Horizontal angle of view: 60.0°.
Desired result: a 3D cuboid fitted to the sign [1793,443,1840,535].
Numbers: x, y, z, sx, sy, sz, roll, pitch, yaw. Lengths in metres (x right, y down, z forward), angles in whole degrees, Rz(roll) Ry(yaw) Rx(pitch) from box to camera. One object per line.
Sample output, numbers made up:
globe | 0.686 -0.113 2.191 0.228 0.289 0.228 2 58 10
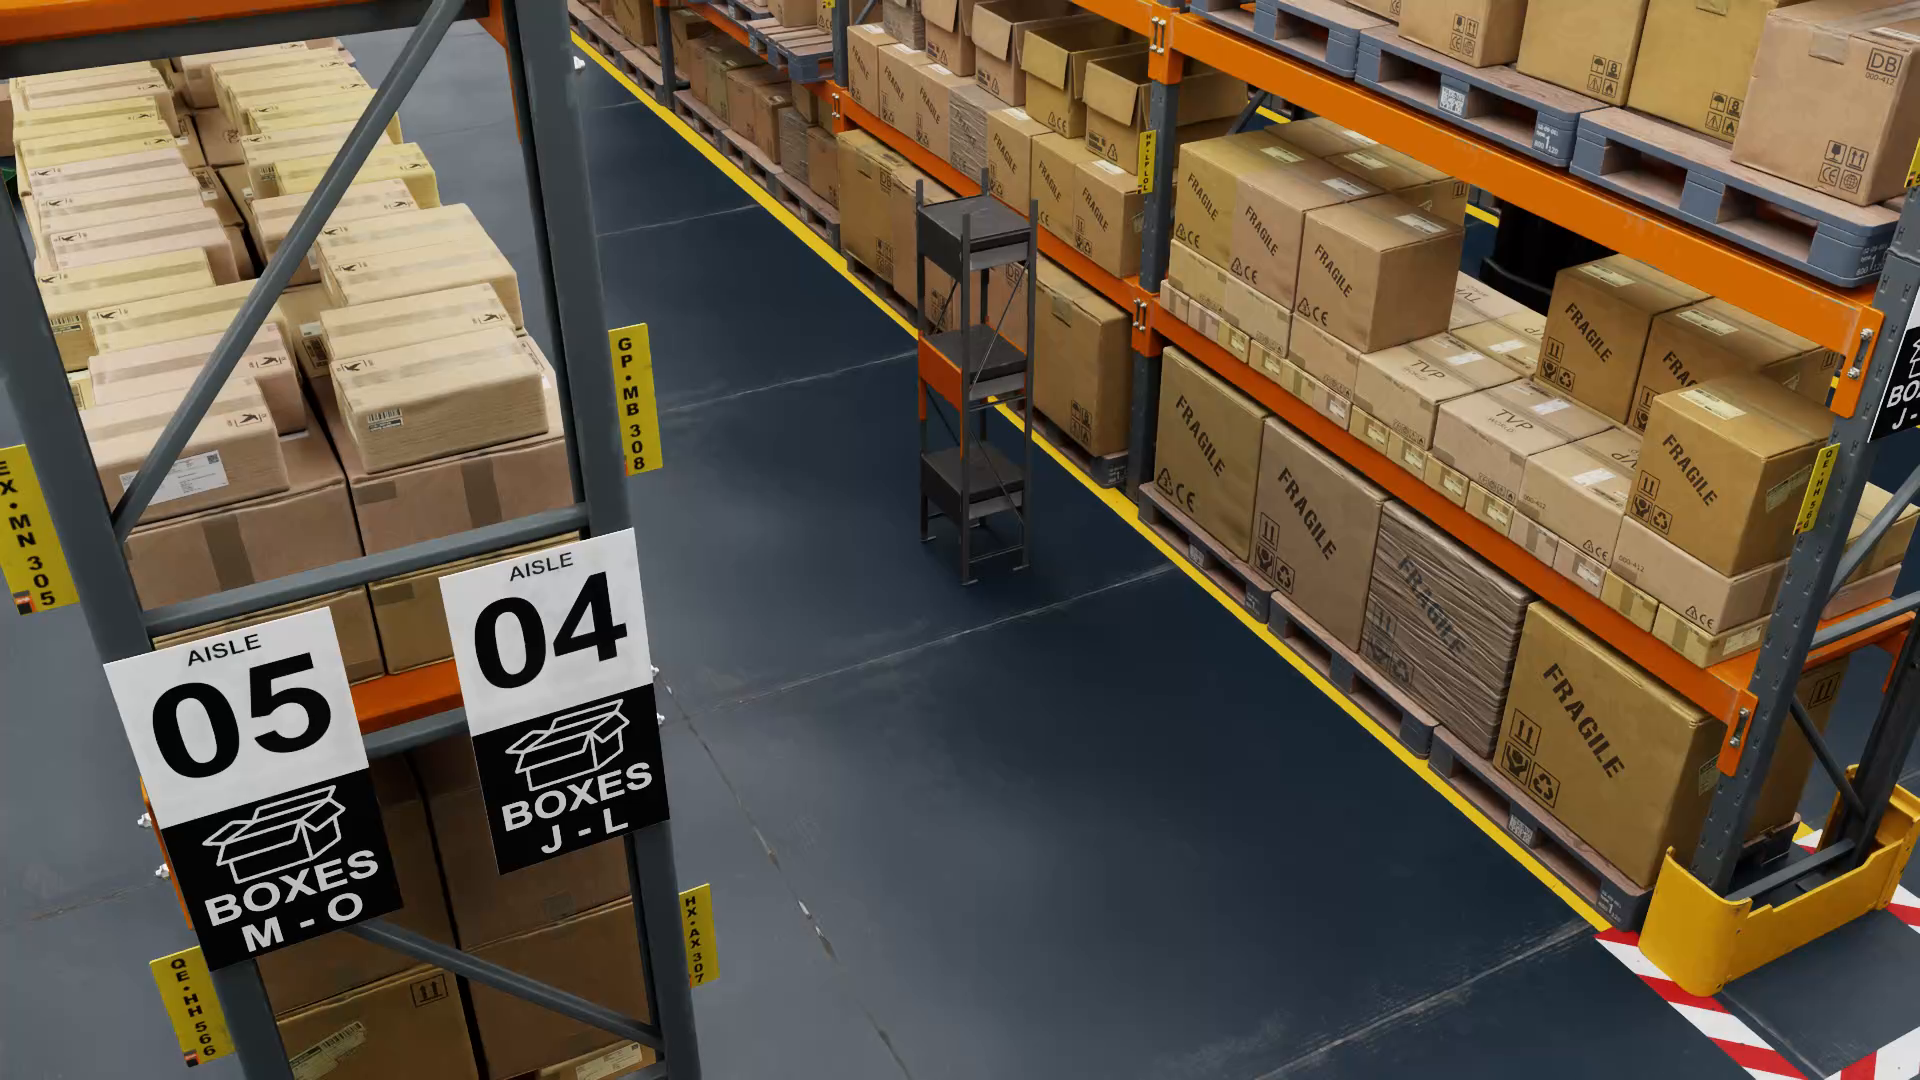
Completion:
sign | 2.810 -0.165 5.452 0.100 0.325 0.005 -16 36 -23

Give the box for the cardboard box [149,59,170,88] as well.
cardboard box | -2.817 -1.552 5.436 0.380 0.149 0.250 -16 36 -24

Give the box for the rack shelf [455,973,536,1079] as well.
rack shelf | -2.071 0.840 5.843 1.077 0.370 4.000 -16 36 -23

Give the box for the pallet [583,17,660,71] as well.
pallet | -3.216 -5.155 17.119 1.003 0.211 1.213 -16 36 -23

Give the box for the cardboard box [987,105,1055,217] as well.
cardboard box | 0.498 -2.298 9.983 0.500 0.500 0.500 -16 36 -24

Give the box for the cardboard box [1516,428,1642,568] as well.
cardboard box | 2.600 -0.176 6.626 0.500 0.250 0.500 -17 36 -24

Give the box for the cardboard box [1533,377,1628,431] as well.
cardboard box | 2.832 -0.554 7.215 0.500 0.250 0.500 -17 36 -25

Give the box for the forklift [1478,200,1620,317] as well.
forklift | 3.711 -1.628 9.093 3.031 2.935 1.130 -21 38 -30

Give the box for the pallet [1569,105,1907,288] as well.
pallet | 2.941 -1.284 5.795 1.003 0.211 1.213 -16 36 -23

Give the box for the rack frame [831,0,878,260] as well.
rack frame | -0.433 -3.525 11.990 1.000 3.000 0.127 -16 36 -23

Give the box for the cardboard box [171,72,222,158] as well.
cardboard box | -2.331 -1.420 5.599 0.500 0.250 0.500 -17 37 -25

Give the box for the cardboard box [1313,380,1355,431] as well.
cardboard box | 1.880 -0.667 7.762 0.380 0.149 0.250 -15 36 -23

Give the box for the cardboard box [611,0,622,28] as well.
cardboard box | -3.303 -5.585 17.133 0.500 0.500 0.500 -13 35 -19

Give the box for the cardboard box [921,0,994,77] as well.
cardboard box | 0.195 -3.325 10.655 0.797 0.503 0.637 -15 36 -22

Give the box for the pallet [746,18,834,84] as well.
pallet | -0.860 -3.758 12.531 1.213 0.211 1.003 -16 36 -23

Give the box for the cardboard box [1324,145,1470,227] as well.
cardboard box | 2.112 -1.602 8.156 0.500 0.500 0.500 -15 36 -23

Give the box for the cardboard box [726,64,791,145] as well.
cardboard box | -1.564 -3.769 14.281 0.700 0.500 0.500 -19 37 -27

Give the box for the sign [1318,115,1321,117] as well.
sign | 1.922 -2.154 8.975 0.100 0.325 0.005 -16 36 -23

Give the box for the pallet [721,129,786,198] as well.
pallet | -1.361 -3.306 14.233 1.003 0.211 1.213 -16 36 -23

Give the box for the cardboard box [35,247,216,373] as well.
cardboard box | -1.921 -0.535 3.848 0.380 0.149 0.250 -15 36 -22

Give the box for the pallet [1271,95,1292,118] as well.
pallet | 3.621 -3.976 15.279 1.003 0.211 1.213 -16 36 -23

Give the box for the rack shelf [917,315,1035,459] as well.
rack shelf | 0.077 -0.794 8.586 0.431 0.518 0.480 -16 36 -23

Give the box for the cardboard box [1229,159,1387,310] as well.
cardboard box | 1.652 -1.464 7.942 0.500 0.500 0.500 -16 36 -23

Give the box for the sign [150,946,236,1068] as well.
sign | -1.639 1.001 3.559 0.100 0.325 0.005 -16 36 -23

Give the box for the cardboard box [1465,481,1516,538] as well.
cardboard box | 2.362 -0.176 6.995 0.380 0.149 0.250 -17 36 -24

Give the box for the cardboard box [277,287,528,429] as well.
cardboard box | -1.357 -0.442 4.073 0.500 0.250 0.500 -16 36 -24

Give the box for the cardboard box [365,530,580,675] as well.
cardboard box | -1.122 0.014 3.825 0.500 0.250 0.500 -15 35 -21

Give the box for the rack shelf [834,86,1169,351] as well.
rack shelf | 0.499 -2.268 10.695 1.077 0.370 4.000 -16 36 -23

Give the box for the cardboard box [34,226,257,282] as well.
cardboard box | -2.054 -0.563 4.262 0.500 0.250 0.500 -15 36 -22

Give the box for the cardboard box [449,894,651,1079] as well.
cardboard box | -1.103 1.041 4.495 0.500 0.500 0.500 -14 35 -21

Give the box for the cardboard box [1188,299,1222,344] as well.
cardboard box | 1.398 -1.160 8.532 0.380 0.149 0.250 -17 36 -25

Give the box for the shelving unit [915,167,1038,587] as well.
shelving unit | 0.077 -0.805 8.579 0.431 2.100 0.503 -16 36 -23

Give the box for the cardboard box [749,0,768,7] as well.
cardboard box | -1.450 -4.373 13.050 0.396 0.266 0.258 -17 36 -24

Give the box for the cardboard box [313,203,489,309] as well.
cardboard box | -1.366 -0.688 4.088 0.380 0.149 0.250 -15 36 -22

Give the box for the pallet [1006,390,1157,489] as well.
pallet | 1.005 -0.791 10.308 1.003 0.211 1.213 -16 36 -23

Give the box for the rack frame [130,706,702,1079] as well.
rack frame | -1.138 1.492 4.159 1.000 3.000 0.127 -16 36 -23

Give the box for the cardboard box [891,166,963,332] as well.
cardboard box | 0.279 -2.045 11.261 1.225 0.875 0.875 -16 36 -23

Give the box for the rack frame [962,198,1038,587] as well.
rack frame | 0.191 -0.689 8.397 0.400 2.100 0.015 -16 36 -23

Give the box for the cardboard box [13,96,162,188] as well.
cardboard box | -2.512 -1.156 4.818 0.380 0.149 0.250 -14 35 -21

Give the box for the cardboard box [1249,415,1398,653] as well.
cardboard box | 2.088 -0.134 8.277 0.875 0.875 0.875 -16 36 -23

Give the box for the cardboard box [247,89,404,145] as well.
cardboard box | -1.854 -1.188 4.868 0.380 0.149 0.250 -17 36 -24

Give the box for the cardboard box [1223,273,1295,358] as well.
cardboard box | 1.646 -1.150 8.146 0.500 0.250 0.500 -16 36 -23

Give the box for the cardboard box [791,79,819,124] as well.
cardboard box | -1.029 -3.536 13.222 0.500 0.250 0.500 -12 35 -18

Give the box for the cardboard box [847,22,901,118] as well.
cardboard box | -0.447 -3.267 11.495 0.500 0.500 0.500 -15 35 -22

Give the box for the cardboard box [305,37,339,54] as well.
cardboard box | -2.332 -1.685 5.644 0.380 0.149 0.250 -16 36 -23

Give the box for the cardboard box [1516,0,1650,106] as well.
cardboard box | 2.567 -2.000 6.254 0.700 0.500 0.500 -18 37 -26

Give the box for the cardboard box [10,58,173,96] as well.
cardboard box | -2.991 -1.537 5.783 0.500 0.250 0.500 -15 35 -22

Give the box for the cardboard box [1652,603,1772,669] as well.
cardboard box | 2.839 0.311 6.235 0.380 0.149 0.250 -15 36 -22
